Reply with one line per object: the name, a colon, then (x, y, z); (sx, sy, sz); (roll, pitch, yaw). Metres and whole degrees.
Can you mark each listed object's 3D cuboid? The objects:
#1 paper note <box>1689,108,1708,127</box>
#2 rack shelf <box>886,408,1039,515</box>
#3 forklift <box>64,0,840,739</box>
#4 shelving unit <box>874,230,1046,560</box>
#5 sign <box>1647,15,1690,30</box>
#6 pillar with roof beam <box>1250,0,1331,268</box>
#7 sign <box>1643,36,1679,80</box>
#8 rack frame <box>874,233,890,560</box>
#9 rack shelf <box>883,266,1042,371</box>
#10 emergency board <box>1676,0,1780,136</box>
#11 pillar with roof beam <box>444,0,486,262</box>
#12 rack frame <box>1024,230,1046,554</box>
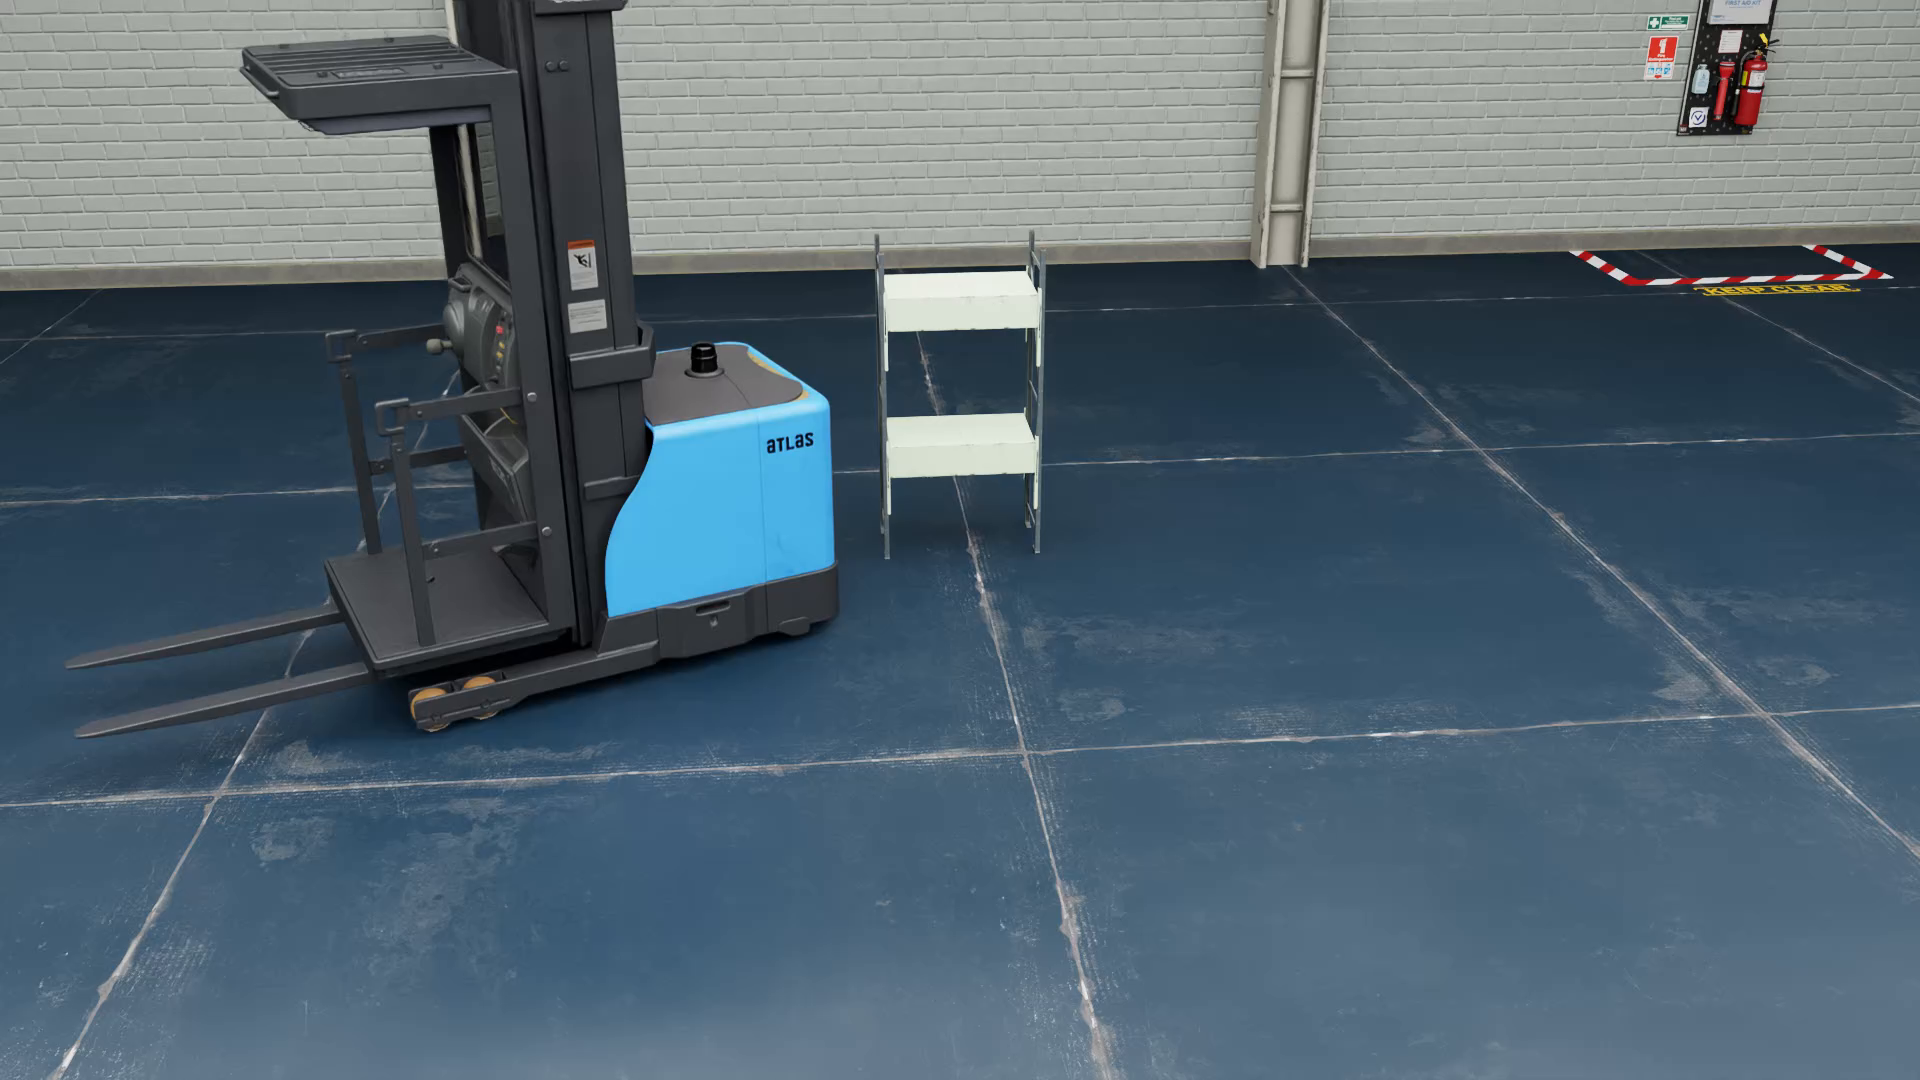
paper note: (5.854, -3.350, 13.177); (0.142, 0.148, 0.016); (-2, 24, -5)
rack shelf: (-0.007, -0.387, 8.077); (0.720, 0.370, 0.431); (-2, 24, -5)
forklift: (-2.074, -0.831, 6.511); (3.031, 2.935, 1.130); (-13, 27, -26)
shelving unit: (-0.007, -0.685, 7.945); (0.755, 1.500, 0.431); (-2, 24, -5)
sign: (5.482, -4.006, 12.873); (0.331, 0.109, 0.001); (-2, 24, -5)
pillar with roof beam: (2.952, -4.576, 7.467); (0.400, 9.000, 9.100); (-2, 24, -5)
sign: (5.476, -3.767, 12.988); (0.234, 0.329, 0.001); (-2, 24, -5)
rack frame: (-0.371, -0.670, 7.912); (0.023, 1.500, 0.400); (-2, 24, -5)
rack shelf: (-0.007, -1.042, 7.786); (0.720, 0.370, 0.431); (-2, 24, -5)
emergency board: (6.037, -3.731, 12.952); (0.643, 1.169, 0.194); (-2, 24, -5)
pillar with roof beam: (-3.019, -4.337, 6.928); (0.400, 9.000, 9.100); (-2, 24, -5)
rack frame: (0.358, -0.700, 7.978); (0.023, 1.500, 0.400); (-2, 24, -5)
